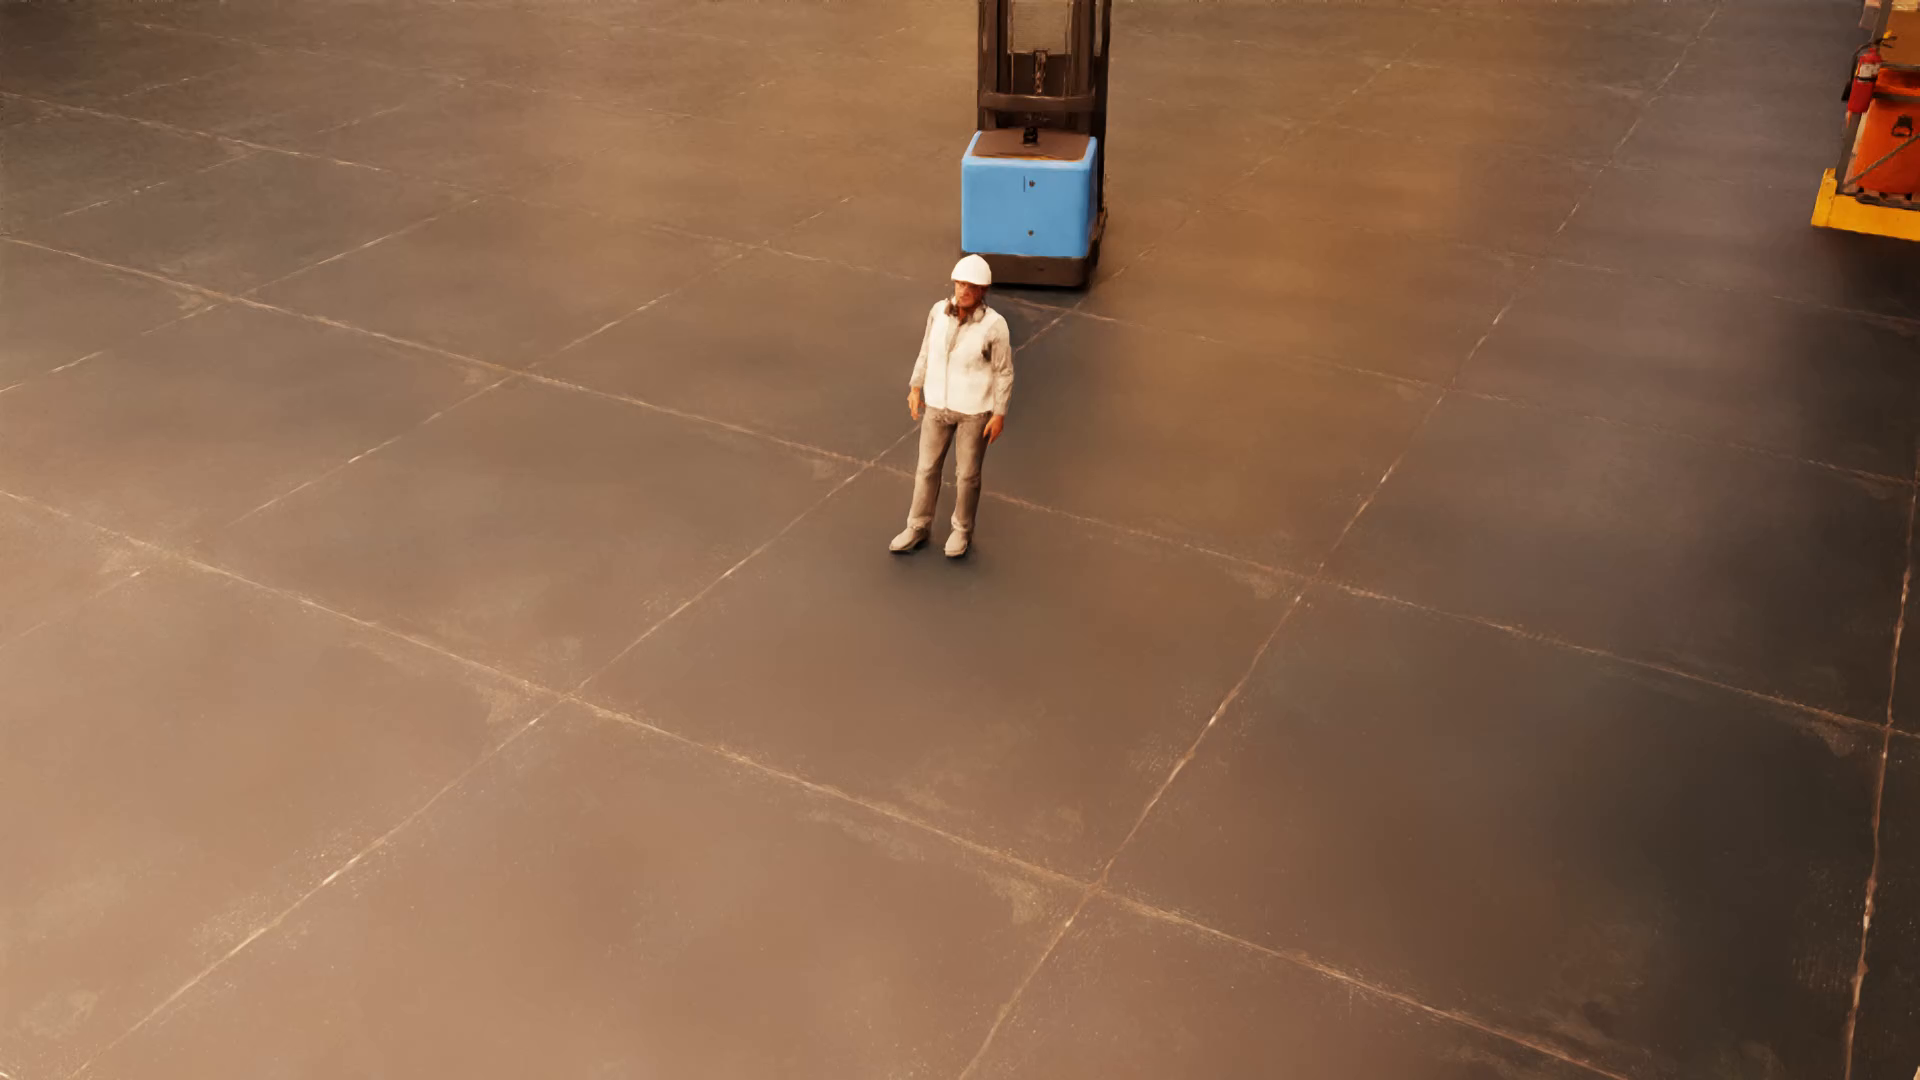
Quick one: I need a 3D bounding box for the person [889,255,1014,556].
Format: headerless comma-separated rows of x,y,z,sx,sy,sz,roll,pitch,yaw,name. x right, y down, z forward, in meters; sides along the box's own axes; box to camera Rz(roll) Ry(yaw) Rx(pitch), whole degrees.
-0.037,-0.749,9.512,0.632,1.773,0.567,15,33,25,person

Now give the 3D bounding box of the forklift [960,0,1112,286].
0.729,-4.033,14.058,1.130,2.935,3.031,4,30,7,forklift
